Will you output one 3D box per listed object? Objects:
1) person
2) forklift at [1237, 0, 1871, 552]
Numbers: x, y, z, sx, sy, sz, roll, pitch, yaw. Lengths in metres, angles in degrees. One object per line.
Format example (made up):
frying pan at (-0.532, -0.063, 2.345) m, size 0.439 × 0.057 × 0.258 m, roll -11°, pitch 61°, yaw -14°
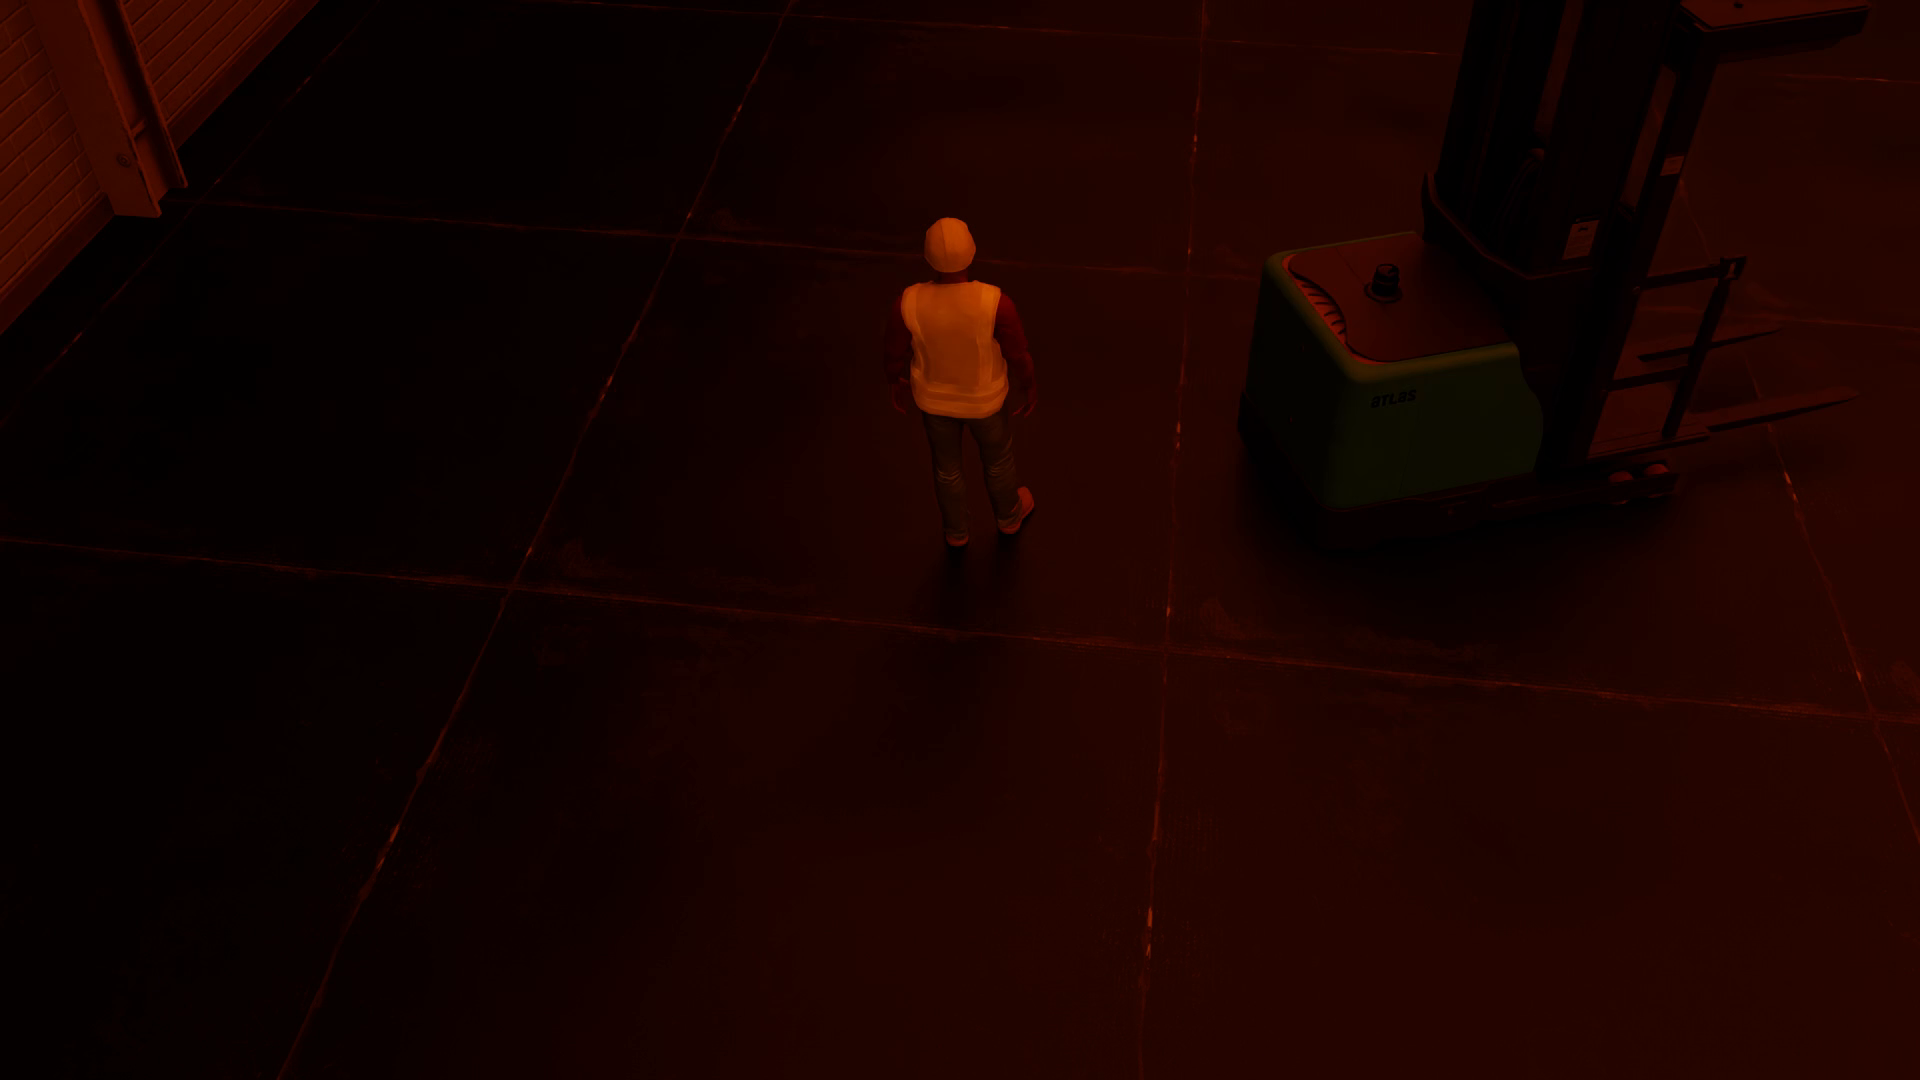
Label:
person at (0.014, -0.702, 7.339) m, size 0.666 × 1.768 × 0.575 m, roll 5°, pitch 43°, yaw 6°
forklift at (2.975, -1.584, 7.449) m, size 3.031 × 2.935 × 1.130 m, roll -11°, pitch 44°, yaw -12°
